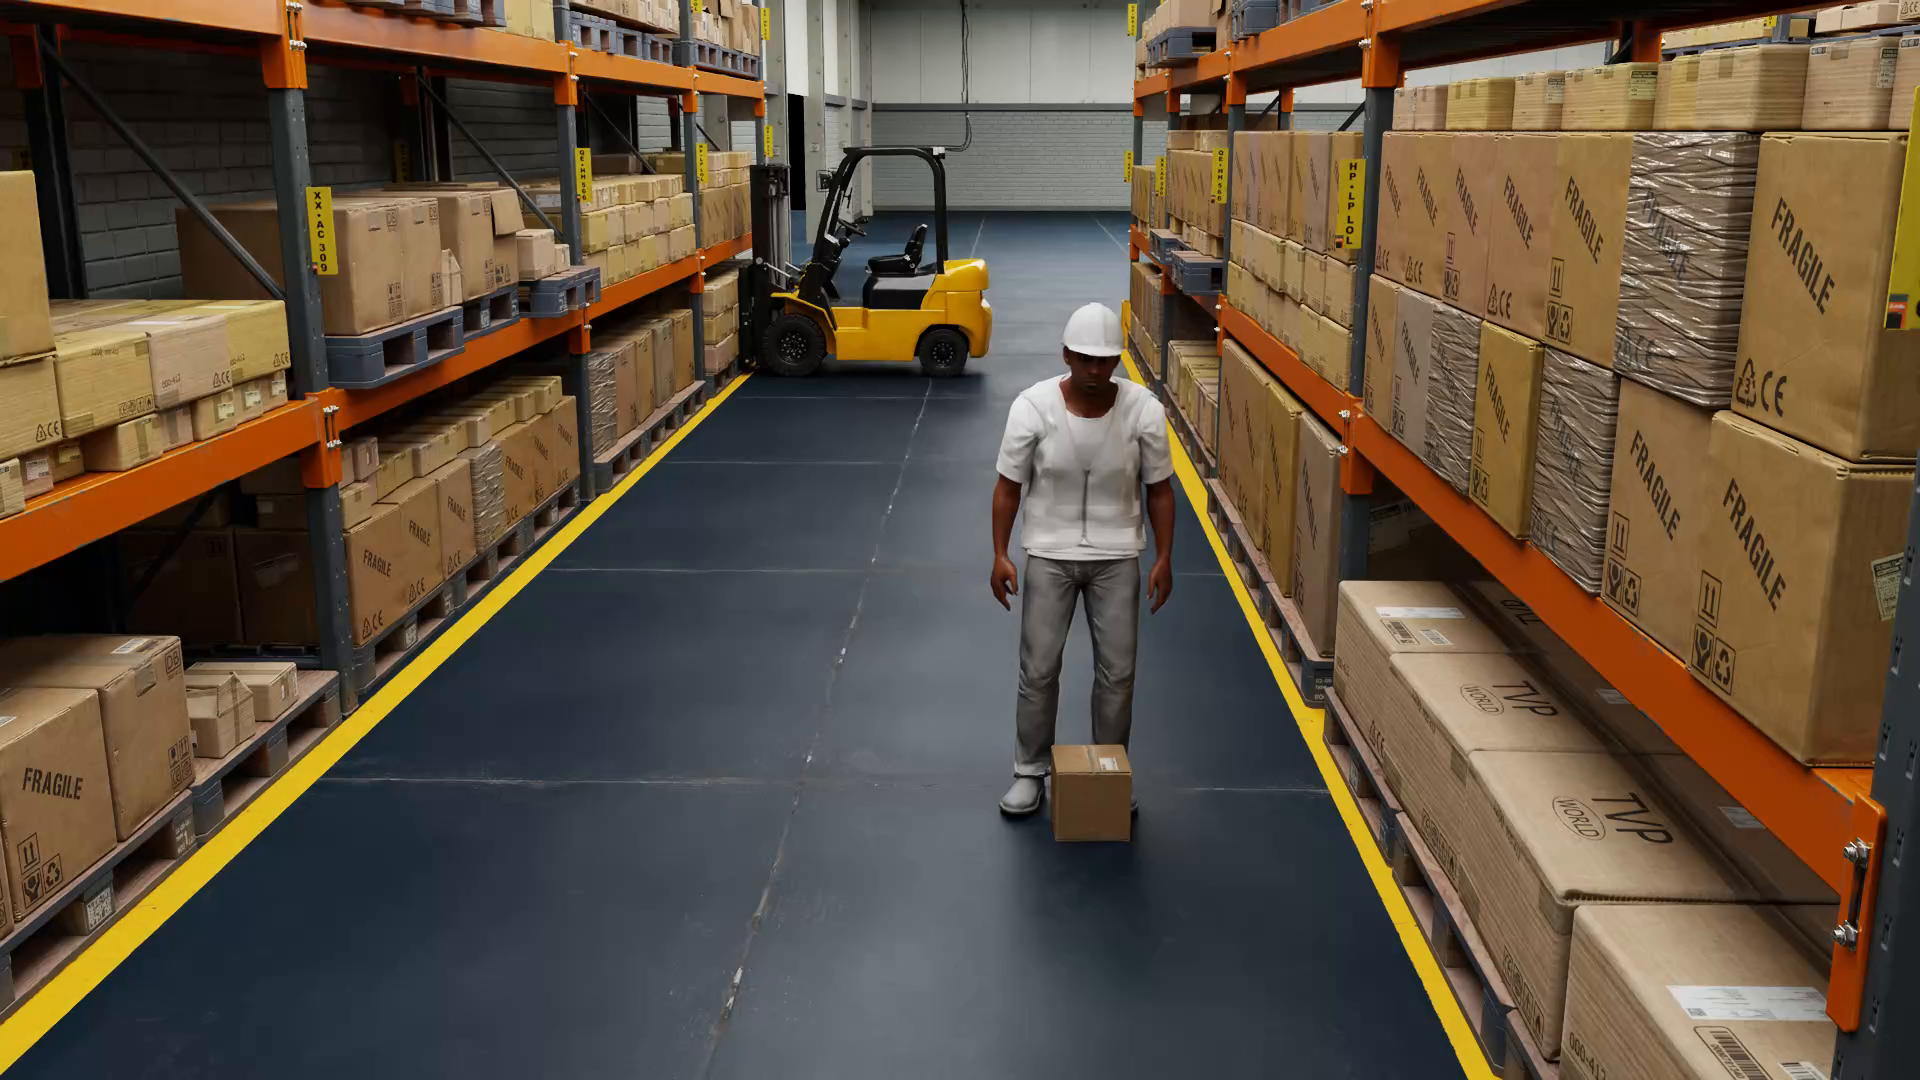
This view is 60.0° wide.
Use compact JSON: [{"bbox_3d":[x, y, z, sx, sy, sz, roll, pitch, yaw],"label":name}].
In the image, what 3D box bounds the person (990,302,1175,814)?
[{"bbox_3d":[0.417,0.071,5.676,0.628,1.757,0.458,0,14,2],"label":"person"}]
